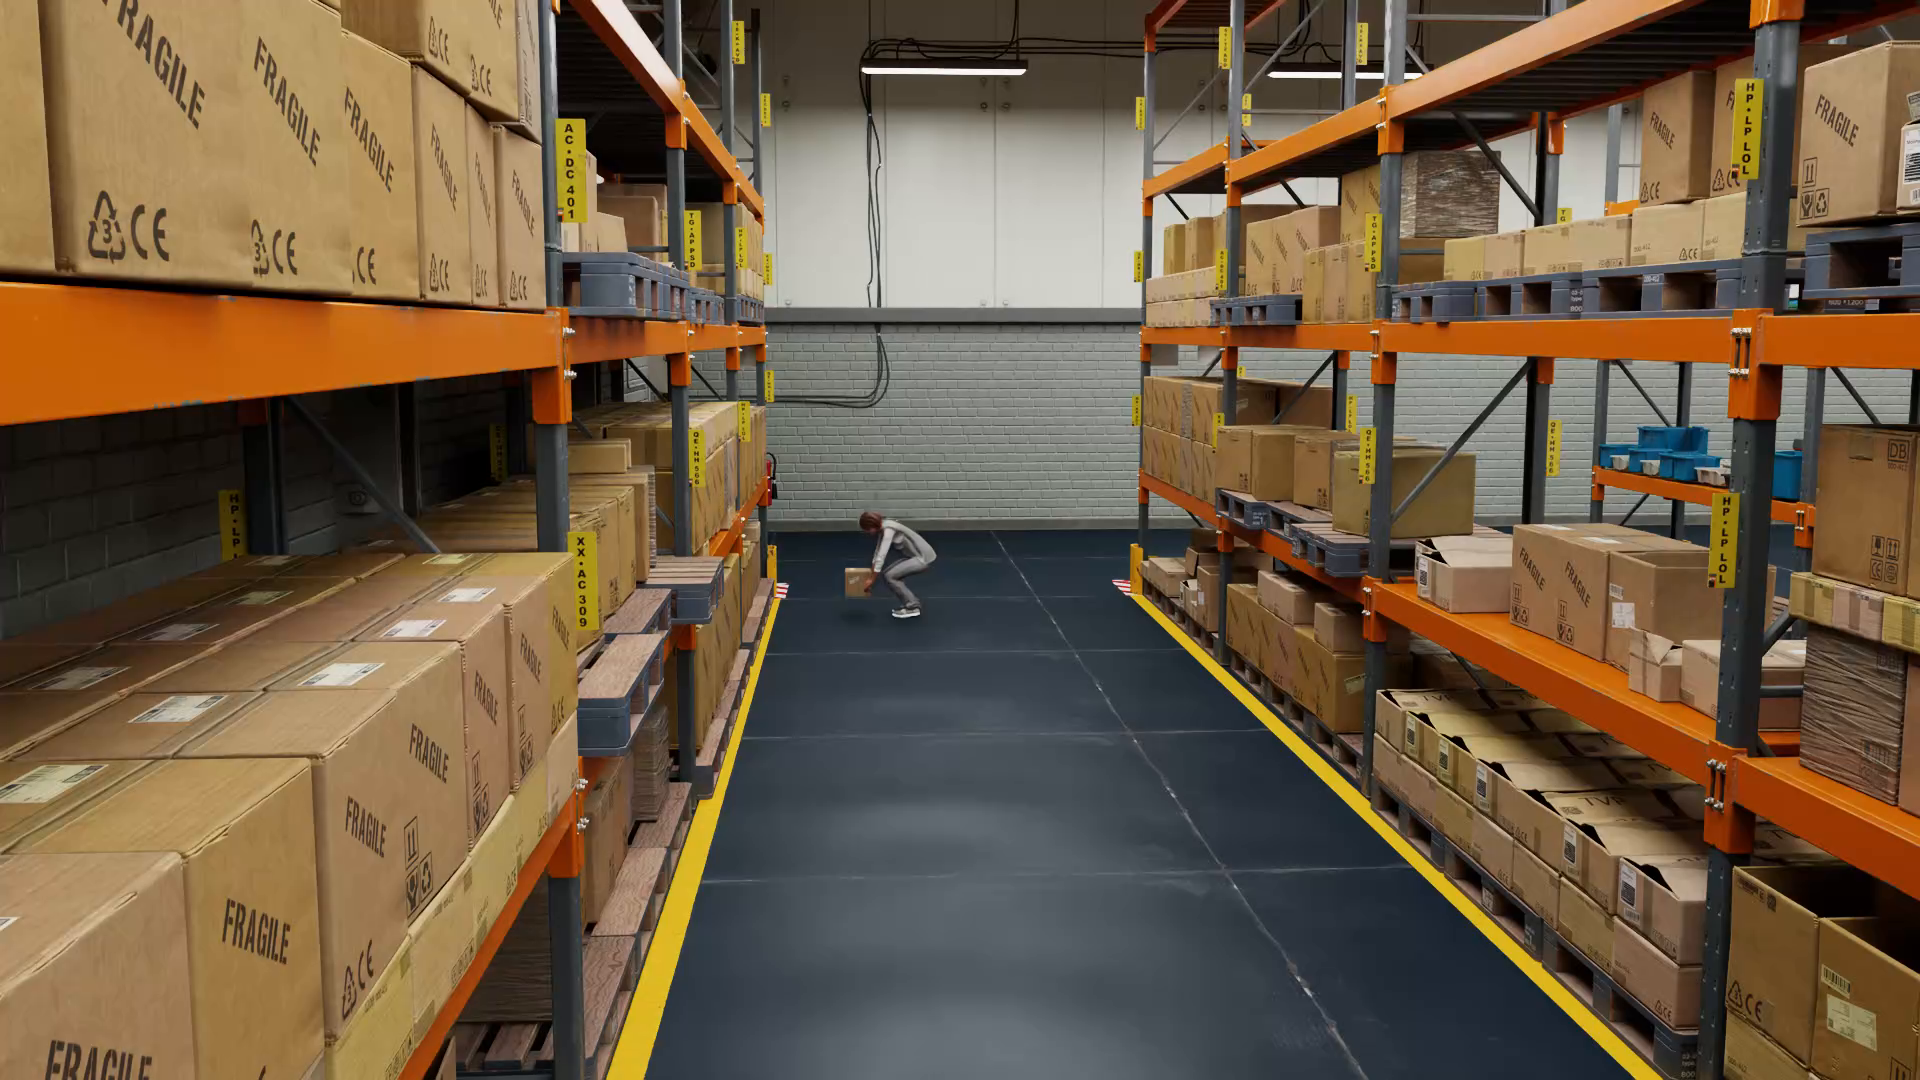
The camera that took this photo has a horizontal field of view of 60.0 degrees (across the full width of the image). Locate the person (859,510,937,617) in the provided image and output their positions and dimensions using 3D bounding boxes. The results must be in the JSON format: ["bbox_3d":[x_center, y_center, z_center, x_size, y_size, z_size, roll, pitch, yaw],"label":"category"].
[{"bbox_3d":[-0.603,0.227,16.248,0.757,1.039,0.457,0,7,-4],"label":"person"}]
